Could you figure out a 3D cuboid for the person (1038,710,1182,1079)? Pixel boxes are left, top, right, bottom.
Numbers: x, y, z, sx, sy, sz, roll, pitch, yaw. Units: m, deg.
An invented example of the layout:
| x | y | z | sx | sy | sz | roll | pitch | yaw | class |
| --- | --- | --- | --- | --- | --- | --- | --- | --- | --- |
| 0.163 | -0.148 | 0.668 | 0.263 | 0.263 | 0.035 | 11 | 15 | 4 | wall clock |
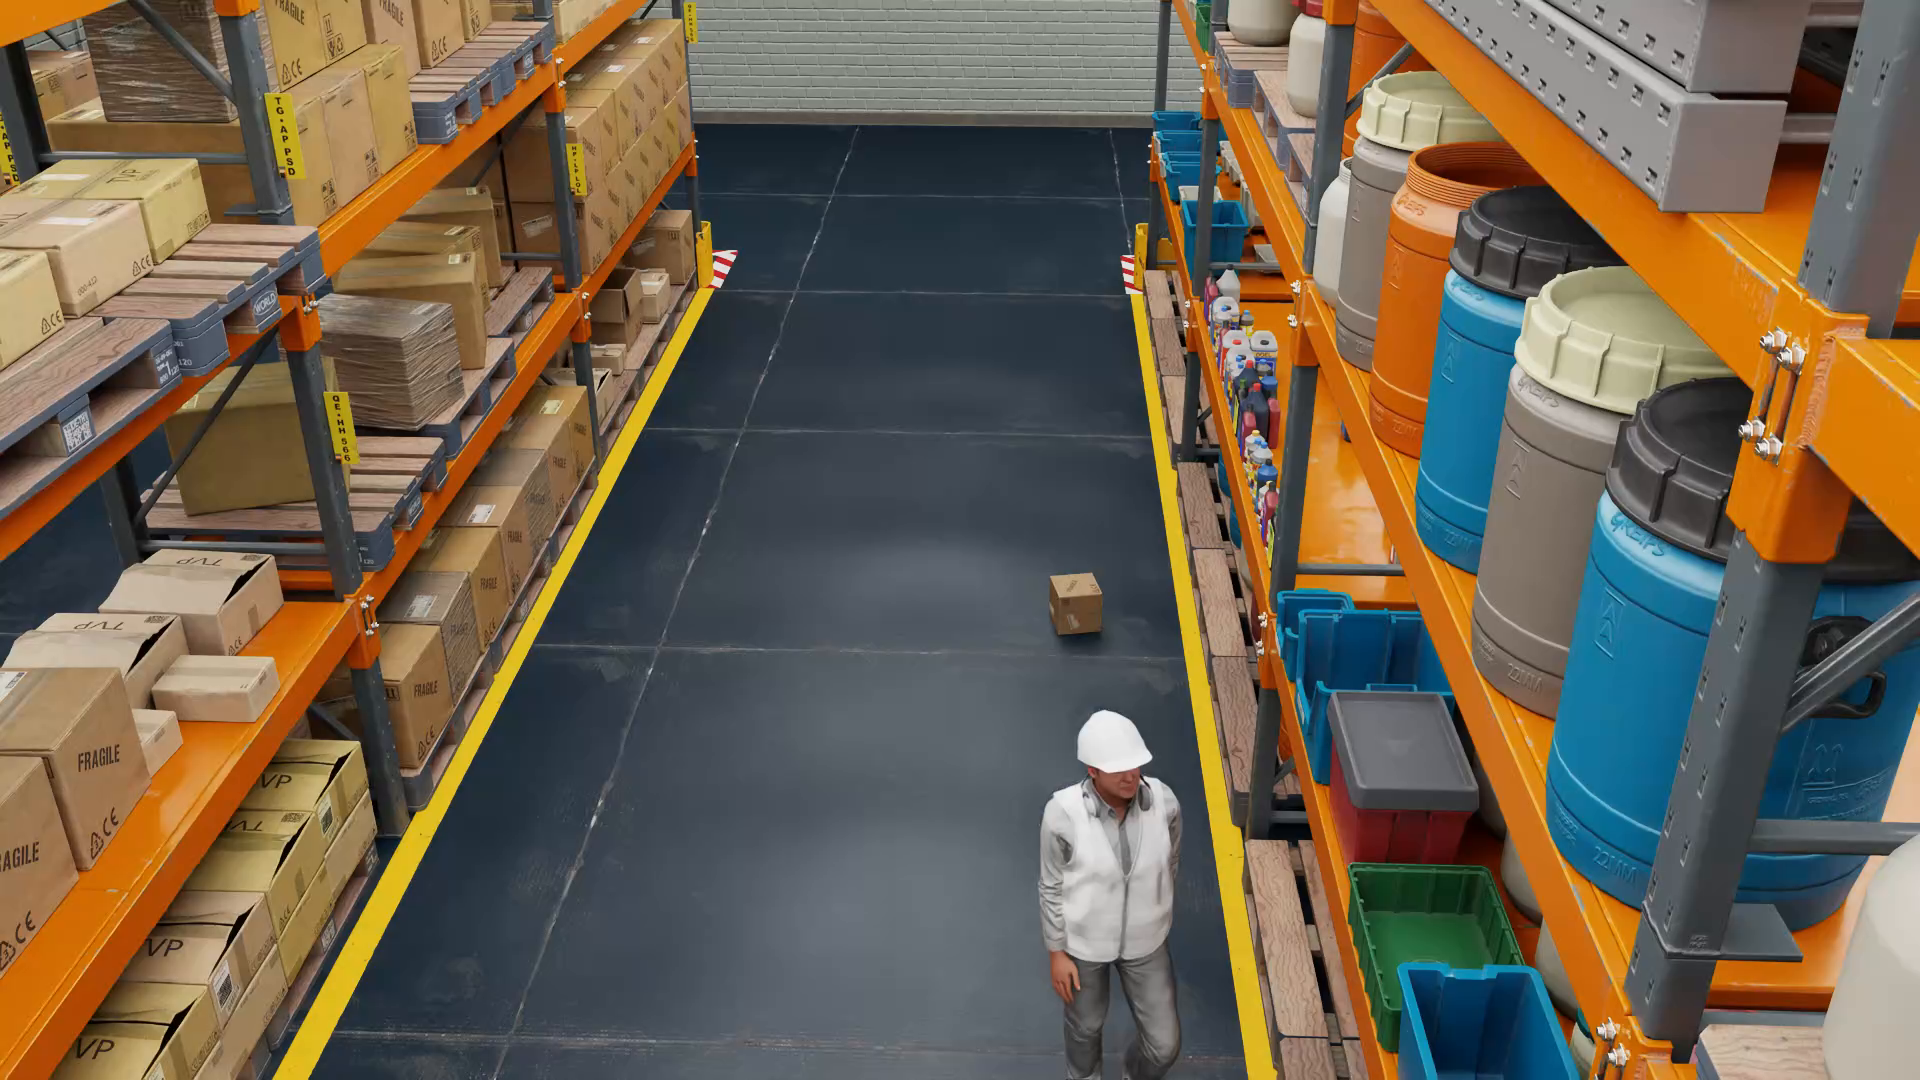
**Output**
| x | y | z | sx | sy | sz | roll | pitch | yaw | class |
| --- | --- | --- | --- | --- | --- | --- | --- | --- | --- |
| 0.537 | 1.426 | 5.886 | 0.536 | 1.814 | 0.488 | -4 | 28 | -8 | person |
